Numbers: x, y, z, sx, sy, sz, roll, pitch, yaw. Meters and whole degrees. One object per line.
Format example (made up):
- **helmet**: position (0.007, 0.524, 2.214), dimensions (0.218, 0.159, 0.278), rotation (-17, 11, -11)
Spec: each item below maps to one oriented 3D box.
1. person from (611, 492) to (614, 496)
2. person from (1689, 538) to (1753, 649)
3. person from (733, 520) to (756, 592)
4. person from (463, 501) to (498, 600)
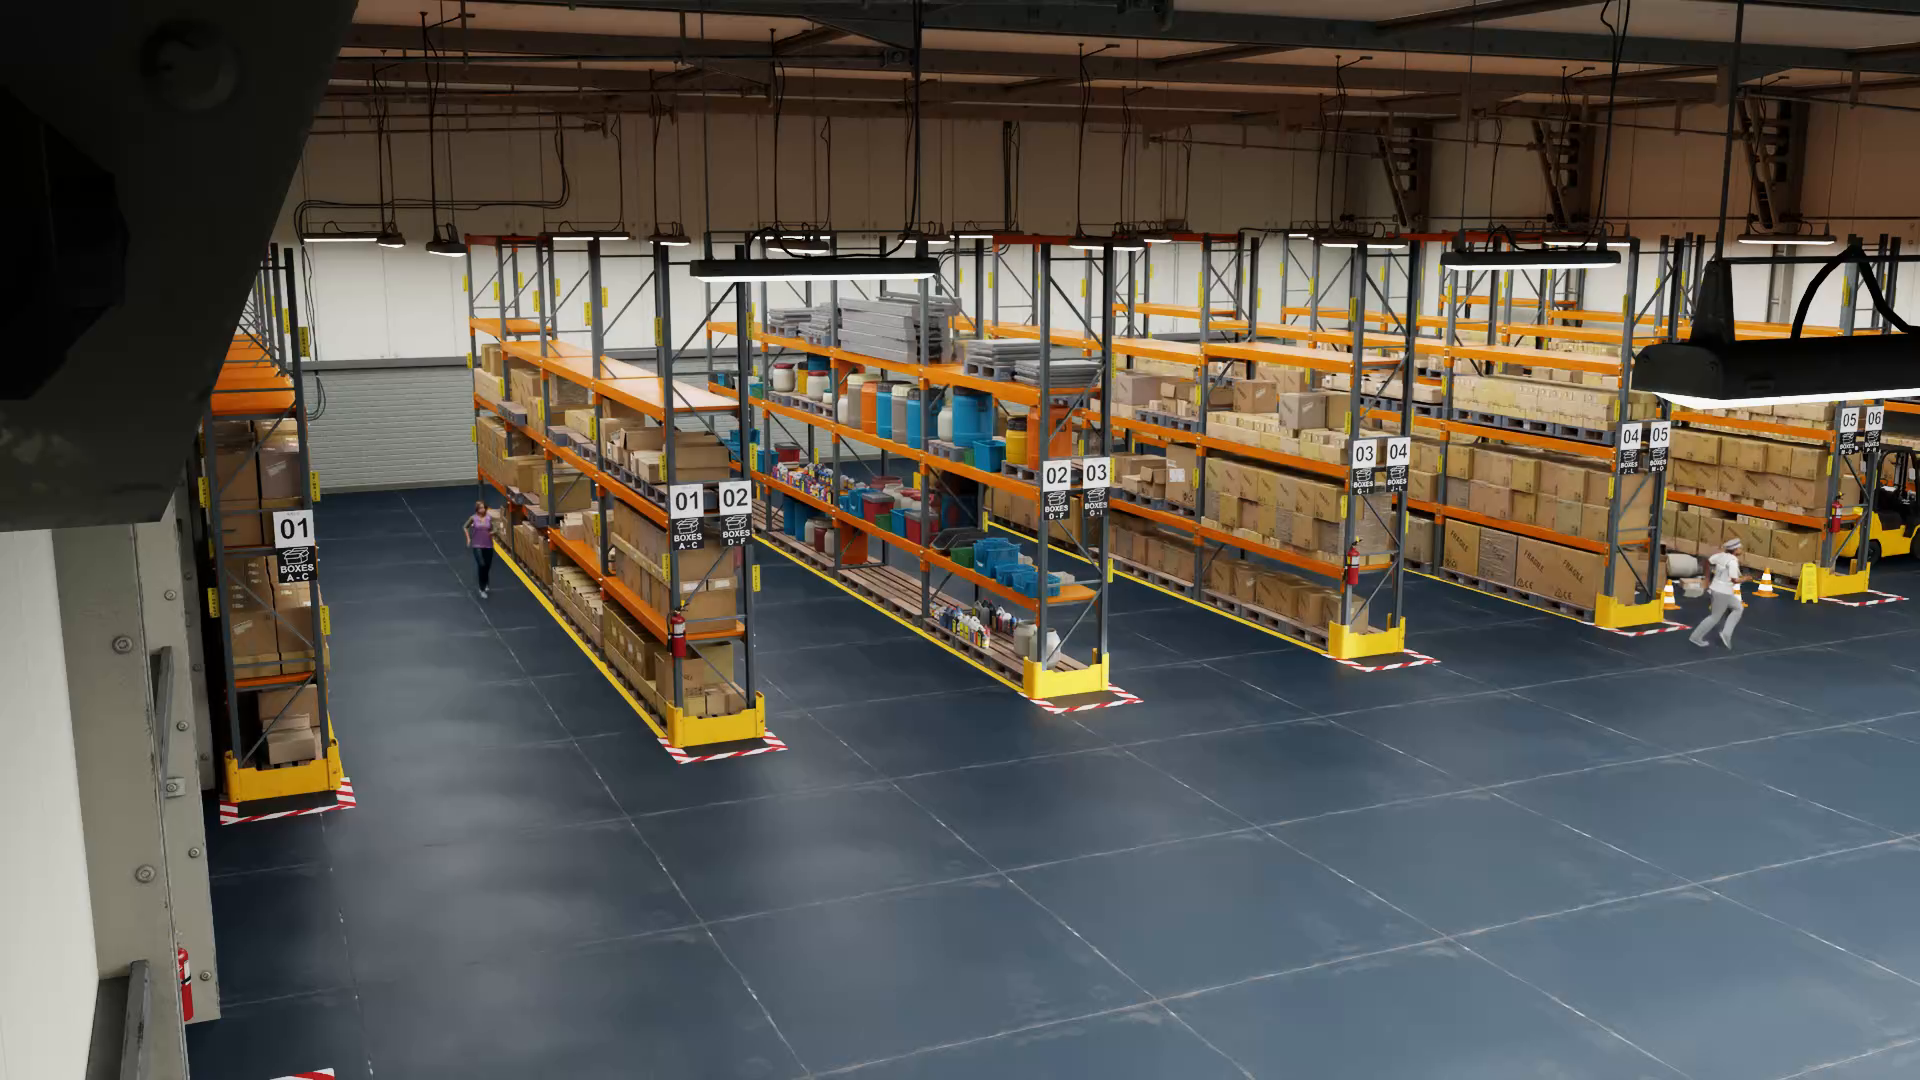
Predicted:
- **person**: position (-6.560, -0.846, 32.853), dimensions (0.672, 1.851, 0.835), rotation (-8, 13, -34)
- **person**: position (11.283, 0.797, 24.628), dimensions (0.811, 1.693, 0.601), rotation (2, 11, 8)
- **person**: position (-3.598, 0.003, 27.292), dimensions (0.593, 1.639, 0.894), rotation (-8, 13, -34)
- **person**: position (-8.071, 0.152, 28.115), dimensions (0.510, 1.645, 0.733), rotation (-7, 13, -30)
